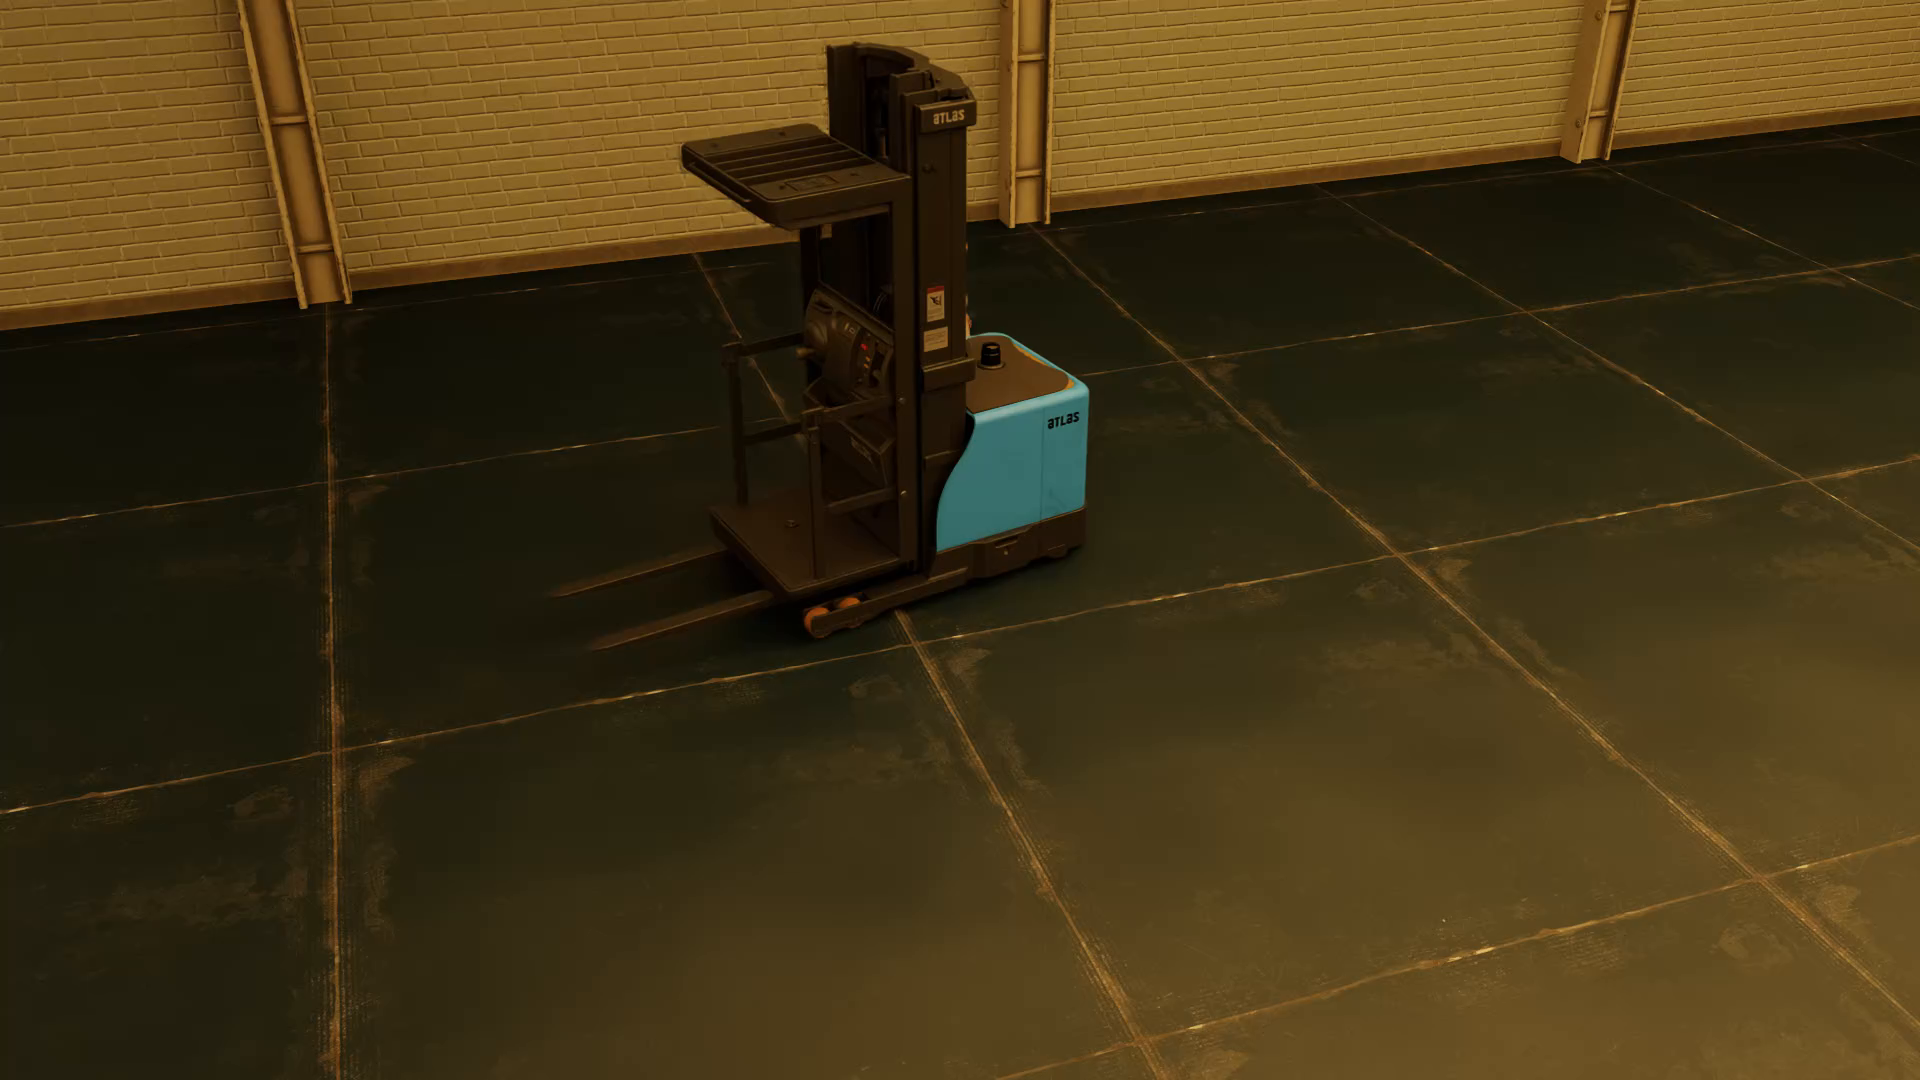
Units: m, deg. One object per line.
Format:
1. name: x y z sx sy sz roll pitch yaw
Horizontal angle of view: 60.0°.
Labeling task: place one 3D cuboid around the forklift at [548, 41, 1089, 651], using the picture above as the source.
1. forklift: -0.781 -1.037 8.889 3.031 2.935 1.130 -17 34 -27

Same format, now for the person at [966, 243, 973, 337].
1. person: -0.036 -1.281 10.793 0.563 1.489 0.803 -4 30 -6
